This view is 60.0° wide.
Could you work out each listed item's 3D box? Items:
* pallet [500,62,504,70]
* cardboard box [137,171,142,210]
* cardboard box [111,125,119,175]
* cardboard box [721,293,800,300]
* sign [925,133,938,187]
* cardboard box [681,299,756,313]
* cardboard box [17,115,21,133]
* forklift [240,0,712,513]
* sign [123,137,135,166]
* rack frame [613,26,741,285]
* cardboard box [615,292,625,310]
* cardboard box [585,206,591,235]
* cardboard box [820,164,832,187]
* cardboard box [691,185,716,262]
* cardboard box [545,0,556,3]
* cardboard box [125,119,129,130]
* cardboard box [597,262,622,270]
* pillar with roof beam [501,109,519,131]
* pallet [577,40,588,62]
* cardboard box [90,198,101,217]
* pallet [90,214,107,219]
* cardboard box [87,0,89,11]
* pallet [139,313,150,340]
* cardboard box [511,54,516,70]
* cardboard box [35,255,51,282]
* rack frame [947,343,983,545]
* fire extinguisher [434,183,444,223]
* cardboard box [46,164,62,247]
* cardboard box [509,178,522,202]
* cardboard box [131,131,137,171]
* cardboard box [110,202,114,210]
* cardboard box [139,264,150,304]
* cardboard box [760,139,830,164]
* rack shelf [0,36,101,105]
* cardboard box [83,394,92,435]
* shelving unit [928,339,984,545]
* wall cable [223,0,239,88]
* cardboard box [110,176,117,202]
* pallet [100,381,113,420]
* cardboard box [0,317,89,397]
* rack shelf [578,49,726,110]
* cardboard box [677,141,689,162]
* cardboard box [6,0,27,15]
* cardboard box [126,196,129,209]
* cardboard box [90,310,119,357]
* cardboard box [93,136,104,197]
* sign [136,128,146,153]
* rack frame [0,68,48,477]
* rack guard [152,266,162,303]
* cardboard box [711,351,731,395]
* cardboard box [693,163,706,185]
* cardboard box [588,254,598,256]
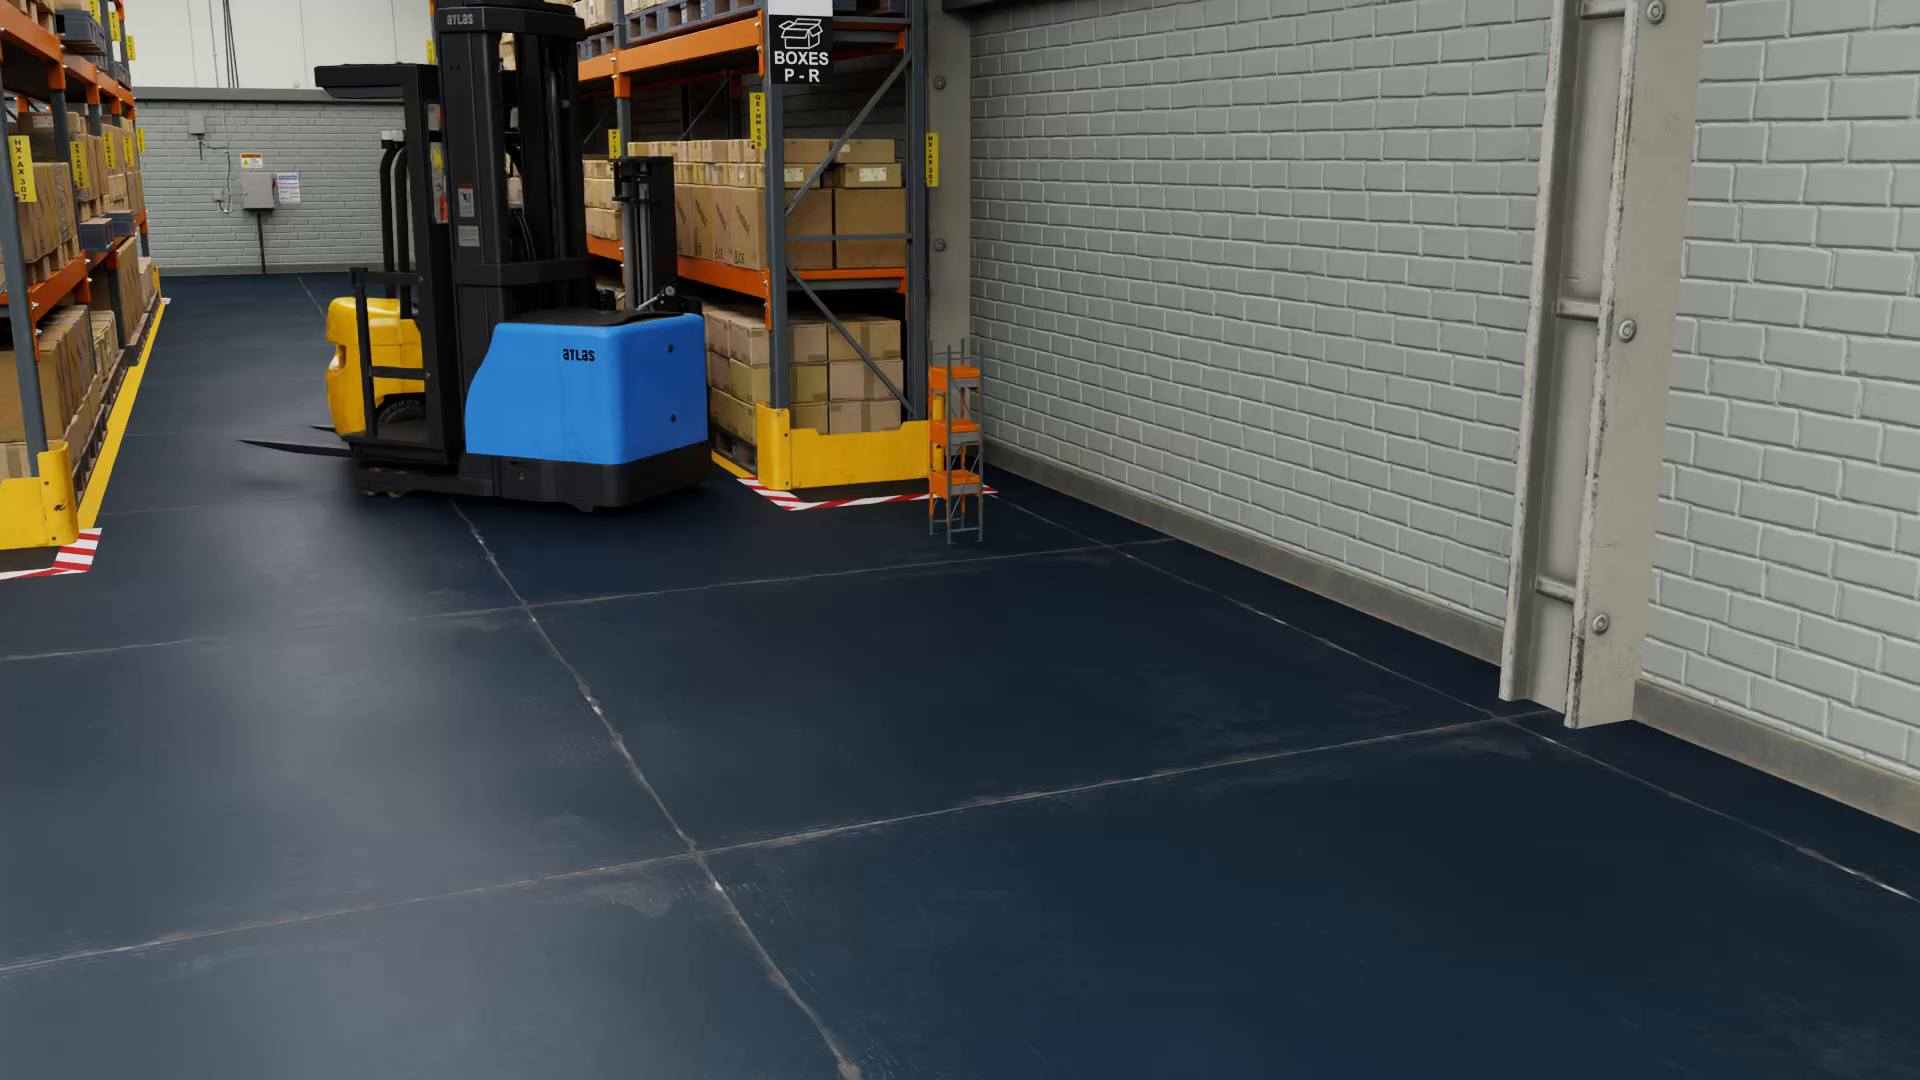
[{"bbox_3d":[-4.885,-5.348,19.090,1.213,0.211,1.003,-6,14,-23],"label":"pallet"},{"bbox_3d":[-10.811,-4.473,21.324,0.500,0.500,0.500,-5,14,-21],"label":"cardboard box"},{"bbox_3d":[-9.018,-4.032,17.201,0.500,0.500,0.500,-5,14,-22],"label":"cardboard box"},{"bbox_3d":[-1.514,-1.740,12.683,0.500,0.250,0.500,-6,14,-23],"label":"cardboard box"},{"bbox_3d":[-0.182,-2.364,10.334,0.100,0.325,0.005,-6,14,-23],"label":"sign"},{"bbox_3d":[-1.781,-1.587,12.024,0.500,0.250,0.500,-6,14,-24],"label":"cardboard box"},{"bbox_3d":[-7.236,-3.290,13.182,0.380,0.149,0.250,-5,14,-20],"label":"cardboard box"},{"bbox_3d":[-3.084,-1.779,10.057,3.031,2.935,1.130,6,14,23],"label":"forklift"},{"bbox_3d":[-9.553,-4.461,19.100,0.100,0.325,0.005,-6,14,-23],"label":"sign"},{"bbox_3d":[-2.296,-2.681,13.800,1.000,3.000,0.127,-6,14,-23],"label":"rack frame"},{"bbox_3d":[-2.515,-1.835,14.482,0.875,0.625,0.625,-5,14,-20],"label":"cardboard box"},{"bbox_3d":[-3.114,-2.897,15.066,0.500,0.250,0.500,-6,14,-23],"label":"cardboard box"},{"bbox_3d":[-0.749,-2.358,10.744,0.380,0.149,0.250,-6,14,-23],"label":"cardboard box"},{"bbox_3d":[-1.536,-2.195,11.479,0.500,0.500,0.500,-6,14,-24],"label":"cardboard box"},{"bbox_3d":[-3.537,-5.004,15.809,0.700,0.500,0.500,-6,14,-24],"label":"cardboard box"},{"bbox_3d":[-10.954,-5.355,21.476,0.380,0.149,0.250,-5,14,-22],"label":"cardboard box"},{"bbox_3d":[-3.821,-2.946,18.119,0.380,0.149,0.250,-5,14,-20],"label":"cardboard box"},{"bbox_3d":[-11.301,-8.332,24.914,9.100,9.000,0.400,-6,14,-23],"label":"pillar with roof beam"},{"bbox_3d":[-3.093,-4.514,15.486,1.003,0.211,1.213,-5,14,-20],"label":"pallet"},{"bbox_3d":[-7.271,-2.728,13.631,0.380,0.149,0.250,-5,14,-21],"label":"cardboard box"},{"bbox_3d":[-7.614,-2.559,13.701,1.003,0.211,1.213,-6,14,-23],"label":"pallet"},{"bbox_3d":[-7.135,-4.188,13.062,0.500,0.250,0.500,-6,14,-24],"label":"cardboard box"},{"bbox_3d":[-9.669,-2.373,18.656,1.003,0.211,1.213,-6,14,-23],"label":"pallet"},{"bbox_3d":[-4.528,-5.083,17.861,0.500,0.250,0.500,-6,14,-23],"label":"cardboard box"},{"bbox_3d":[-5.392,-1.541,9.434,0.380,0.149,0.250,-5,14,-22],"label":"cardboard box"},{"bbox_3d":[0.027,-0.497,8.690,0.200,1.050,0.008,-6,14,-23],"label":"rack frame"},{"bbox_3d":[-7.585,-4.929,24.514,0.296,0.674,0.183,-6,14,-23],"label":"fire extinguisher"},{"bbox_3d":[-5.802,-2.038,10.141,0.500,0.500,0.500,-6,14,-24],"label":"cardboard box"},{"bbox_3d":[-4.617,-3.827,18.156,0.500,0.250,0.500,-6,14,-26],"label":"cardboard box"},{"bbox_3d":[-10.806,-4.961,21.212,0.500,0.500,0.500,-6,14,-23],"label":"cardboard box"},{"bbox_3d":[-8.410,-3.109,15.982,0.500,0.250,0.500,-6,14,-24],"label":"cardboard box"},{"bbox_3d":[-10.559,-3.165,20.644,0.875,0.438,0.875,-6,14,-25],"label":"cardboard box"},{"bbox_3d":[-1.030,-2.419,10.349,0.380,0.149,0.250,-6,14,-23],"label":"cardboard box"},{"bbox_3d":[-7.643,-3.756,13.388,1.077,0.370,4.000,-6,14,-23],"label":"rack shelf"},{"bbox_3d":[-5.937,-0.784,10.772,0.500,0.250,0.500,-5,14,-22],"label":"cardboard box"},{"bbox_3d":[-0.021,-0.523,8.799,0.215,1.050,0.252,-6,14,-23],"label":"shelving unit"},{"bbox_3d":[-10.928,-9.113,28.203,2.988,3.039,0.133,-6,14,-23],"label":"wall cable"},{"bbox_3d":[-8.627,-3.462,16.401,0.500,0.250,0.500,-5,14,-22],"label":"cardboard box"},{"bbox_3d":[-7.155,-1.034,12.868,1.003,0.211,1.213,-6,14,-23],"label":"pallet"},{"bbox_3d":[-5.948,-1.154,10.706,0.500,0.500,0.500,-5,14,-20],"label":"cardboard box"},{"bbox_3d":[-3.097,-4.205,15.328,1.077,0.370,4.000,-6,14,-23],"label":"rack shelf"},{"bbox_3d":[-1.851,-2.839,12.163,0.380,0.149,0.250,-6,14,-23],"label":"cardboard box"},{"bbox_3d":[-5.596,-3.109,9.554,0.380,0.149,0.250,-5,14,-22],"label":"cardboard box"},{"bbox_3d":[-9.636,-3.741,18.716,0.500,0.250,0.500,-6,14,-24],"label":"cardboard box"},{"bbox_3d":[-8.227,-1.865,15.171,0.950,0.372,0.625,-7,15,-27],"label":"cardboard box"},{"bbox_3d":[-7.587,-3.177,14.133,0.500,0.500,0.500,-7,15,-27],"label":"cardboard box"},{"bbox_3d":[-11.146,-5.436,22.614,0.100,0.325,0.005,-6,14,-23],"label":"sign"},{"bbox_3d":[-5.240,-1.405,8.289,1.000,3.000,0.127,-6,14,-23],"label":"rack frame"},{"bbox_3d":[-11.659,-3.498,22.875,1.175,0.500,0.348,-6,14,-23],"label":"rack guard"},{"bbox_3d":[-1.366,-1.140,11.200,0.500,0.250,0.500,-6,14,-24],"label":"cardboard box"},{"bbox_3d":[-1.625,-2.528,11.481,0.380,0.149,0.250,-6,14,-23],"label":"cardboard box"},{"bbox_3d":[-4.457,-3.268,19.510,0.380,0.149,0.250,-6,14,-25],"label":"cardboard box"}]
